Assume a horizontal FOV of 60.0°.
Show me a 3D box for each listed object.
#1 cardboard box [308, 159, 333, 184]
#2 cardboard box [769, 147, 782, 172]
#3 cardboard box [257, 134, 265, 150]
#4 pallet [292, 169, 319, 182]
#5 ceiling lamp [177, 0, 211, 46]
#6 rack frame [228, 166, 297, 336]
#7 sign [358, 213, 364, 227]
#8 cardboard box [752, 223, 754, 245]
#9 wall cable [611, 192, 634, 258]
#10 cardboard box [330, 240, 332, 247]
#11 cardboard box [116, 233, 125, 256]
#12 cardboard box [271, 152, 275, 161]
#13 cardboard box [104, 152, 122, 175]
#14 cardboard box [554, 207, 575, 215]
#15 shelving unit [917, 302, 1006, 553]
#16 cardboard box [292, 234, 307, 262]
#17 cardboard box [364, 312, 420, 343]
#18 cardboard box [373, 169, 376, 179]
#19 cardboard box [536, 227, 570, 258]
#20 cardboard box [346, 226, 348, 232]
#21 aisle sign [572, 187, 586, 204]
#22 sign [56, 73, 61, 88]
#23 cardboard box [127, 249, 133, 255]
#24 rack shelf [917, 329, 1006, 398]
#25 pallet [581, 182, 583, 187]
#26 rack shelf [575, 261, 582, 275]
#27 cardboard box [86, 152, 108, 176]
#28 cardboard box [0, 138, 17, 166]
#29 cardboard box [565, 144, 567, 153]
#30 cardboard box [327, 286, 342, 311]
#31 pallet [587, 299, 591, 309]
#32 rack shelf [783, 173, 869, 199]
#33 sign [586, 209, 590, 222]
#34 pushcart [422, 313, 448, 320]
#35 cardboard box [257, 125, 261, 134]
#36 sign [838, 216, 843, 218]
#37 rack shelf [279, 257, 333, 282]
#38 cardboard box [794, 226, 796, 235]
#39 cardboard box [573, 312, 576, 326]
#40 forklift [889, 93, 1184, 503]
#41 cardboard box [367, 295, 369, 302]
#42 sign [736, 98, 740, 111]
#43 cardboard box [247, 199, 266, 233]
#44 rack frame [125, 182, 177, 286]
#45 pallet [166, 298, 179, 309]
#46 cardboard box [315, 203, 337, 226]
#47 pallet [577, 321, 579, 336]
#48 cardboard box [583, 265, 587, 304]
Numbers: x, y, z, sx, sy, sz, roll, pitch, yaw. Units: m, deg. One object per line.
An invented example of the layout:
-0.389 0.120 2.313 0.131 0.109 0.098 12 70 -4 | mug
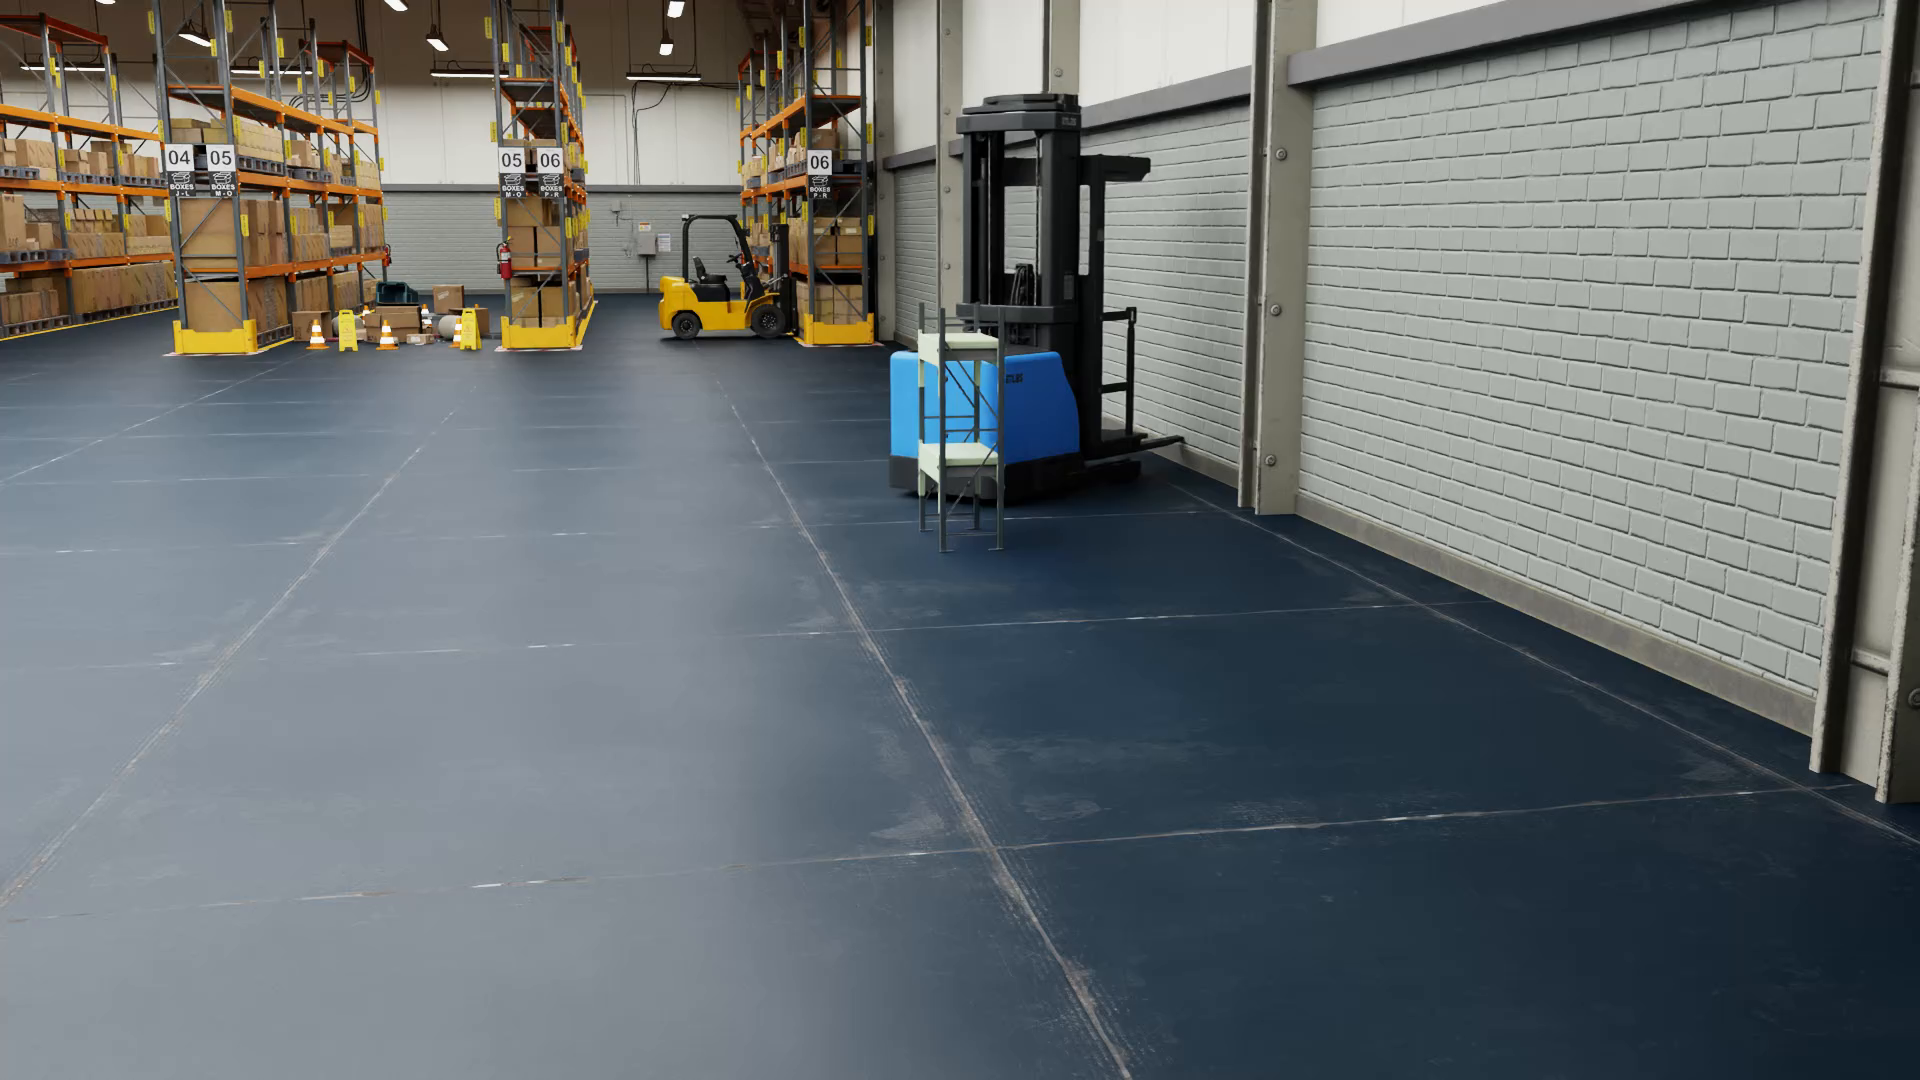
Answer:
-13.168 -7.556 34.081 0.500 0.500 0.500 -2 11 -11 | cardboard box
-3.712 -7.935 34.681 0.500 0.500 0.500 -2 11 -11 | cardboard box
-11.900 -6.628 27.690 0.500 0.250 0.500 -2 11 -11 | cardboard box
-12.920 -6.978 31.819 1.003 0.211 1.213 -2 11 -8 | pallet
-16.115 -12.252 35.389 0.800 3.185 2.000 -2 11 -11 | ceiling lamp
-12.540 -5.185 29.915 1.000 3.000 0.127 -2 11 -11 | rack frame
-13.552 -7.242 37.625 0.100 0.325 0.005 -2 11 -11 | sign
-4.517 -7.190 39.061 0.700 0.500 0.500 -2 11 -10 | cardboard box
-9.769 -9.170 48.137 0.588 1.984 0.122 -2 11 -11 | wall cable
-13.259 -6.140 34.482 0.380 0.149 0.250 -2 11 -8 | cardboard box
-18.622 -6.464 36.366 0.500 0.500 0.500 -2 11 -11 | cardboard box
-12.005 -6.595 28.581 0.380 0.149 0.250 -2 11 -11 | cardboard box
-19.192 -8.410 37.178 0.700 0.500 0.500 -3 11 -14 | cardboard box
-7.449 -6.203 31.342 0.380 0.149 0.250 -2 11 -11 | cardboard box
0.001 -0.736 10.550 0.431 1.500 0.755 -2 11 -11 | shelving unit
-12.477 -5.433 30.950 0.500 0.500 0.500 -2 11 -11 | cardboard box
-9.751 -3.653 28.546 0.637 0.503 0.797 9 14 38 | cardboard box
-14.434 -8.862 40.277 0.500 0.250 0.500 -2 11 -13 | cardboard box
-6.746 -4.942 27.576 0.500 0.500 0.500 -2 11 -12 | cardboard box
-13.725 -6.864 36.695 0.380 0.149 0.250 -2 11 -13 | cardboard box
-9.748 -8.886 42.407 0.394 0.787 0.004 -2 11 -11 | aisle sign
-19.530 -9.958 36.028 0.100 0.325 0.005 -2 11 -11 | sign
-18.712 -6.433 37.145 0.380 0.149 0.250 -2 11 -11 | cardboard box
0.001 -1.119 10.477 0.431 0.370 0.720 -2 11 -11 | rack shelf
-9.409 -8.431 39.185 1.003 0.211 1.213 -2 11 -11 | pallet
-8.093 -5.397 32.952 1.077 0.370 4.000 -2 11 -11 | rack shelf
-18.858 -8.113 35.887 0.700 0.500 0.500 -2 11 -10 | cardboard box
-17.604 -7.016 30.115 0.797 0.503 0.637 -2 11 -9 | cardboard box
-7.033 -6.794 28.887 0.380 0.149 0.250 -2 11 -10 | cardboard box
-13.206 -5.036 34.694 0.500 0.500 0.500 -3 11 -13 | cardboard box
-9.331 -5.623 39.675 1.003 0.211 1.213 -2 11 -11 | pallet
-2.447 -6.318 29.770 1.077 0.370 4.000 -2 11 -11 | rack shelf
-9.503 -8.287 42.481 0.100 0.325 0.005 -2 11 -11 | sign
-9.931 -4.003 30.719 1.648 0.377 0.936 -6 13 -31 | pushcart
-11.811 -6.801 27.534 0.380 0.149 0.250 -2 11 -10 | cardboard box
-2.292 -6.049 31.929 0.100 0.325 0.005 -2 11 -11 | sign
-12.929 -5.198 31.909 1.077 0.370 4.000 -2 11 -11 | rack shelf
-2.811 -5.628 30.244 0.380 0.149 0.250 -2 11 -13 | cardboard box
-7.022 -3.857 29.168 0.500 0.250 0.500 -1 11 -7 | cardboard box
0.783 -1.931 13.002 1.130 2.935 3.031 8 14 38 | forklift
-13.904 -5.585 38.520 0.380 0.149 0.250 -2 11 -9 | cardboard box
-5.702 -11.191 42.714 0.100 0.325 0.005 -2 11 -11 | sign
-11.969 -5.330 27.388 0.875 0.550 0.550 -2 11 -11 | cardboard box
-19.759 -7.224 40.628 1.000 3.000 0.127 -2 11 -11 | rack frame
-19.527 -5.710 40.133 1.003 0.211 1.213 -2 11 -11 | pallet
-14.453 -7.415 37.894 0.500 0.500 0.500 -3 11 -13 | cardboard box
-7.539 -3.892 30.578 1.003 0.211 1.213 -2 11 -11 | pallet
-8.878 -5.737 37.375 0.875 0.875 0.875 -2 11 -9 | cardboard box
